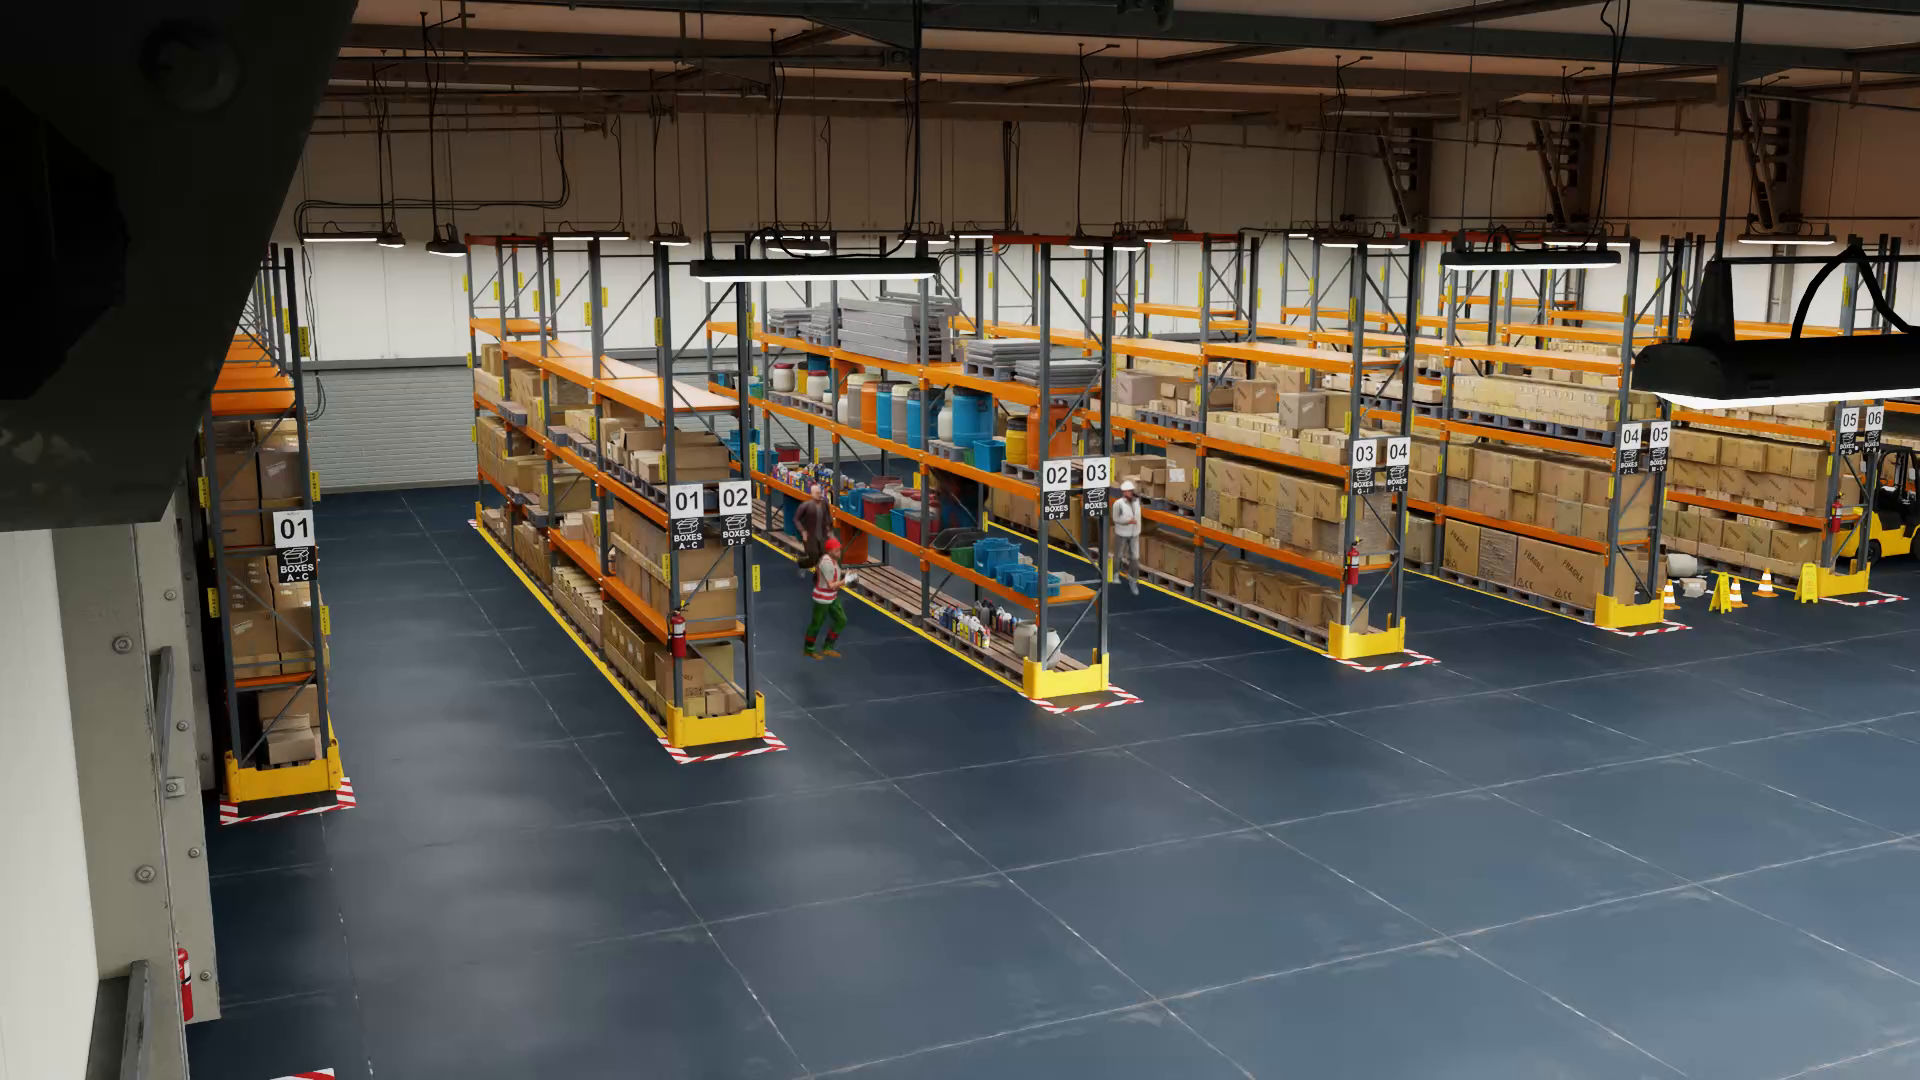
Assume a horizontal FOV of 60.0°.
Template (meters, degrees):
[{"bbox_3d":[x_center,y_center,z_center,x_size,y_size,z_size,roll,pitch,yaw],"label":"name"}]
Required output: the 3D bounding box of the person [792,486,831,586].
[{"bbox_3d":[-2.418,-0.053,27.511,0.729,1.723,0.650,-8,13,-35],"label":"person"}]

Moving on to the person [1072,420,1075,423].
[{"bbox_3d":[2.572,-2.303,40.513,0.621,1.750,0.726,-4,12,-21],"label":"person"}]

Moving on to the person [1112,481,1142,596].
[{"bbox_3d":[2.761,-0.036,27.292,0.640,1.893,0.805,-5,12,-23],"label":"person"}]

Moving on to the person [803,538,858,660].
[{"bbox_3d":[-1.799,0.837,22.805,0.869,1.769,0.609,3,11,15],"label":"person"}]
